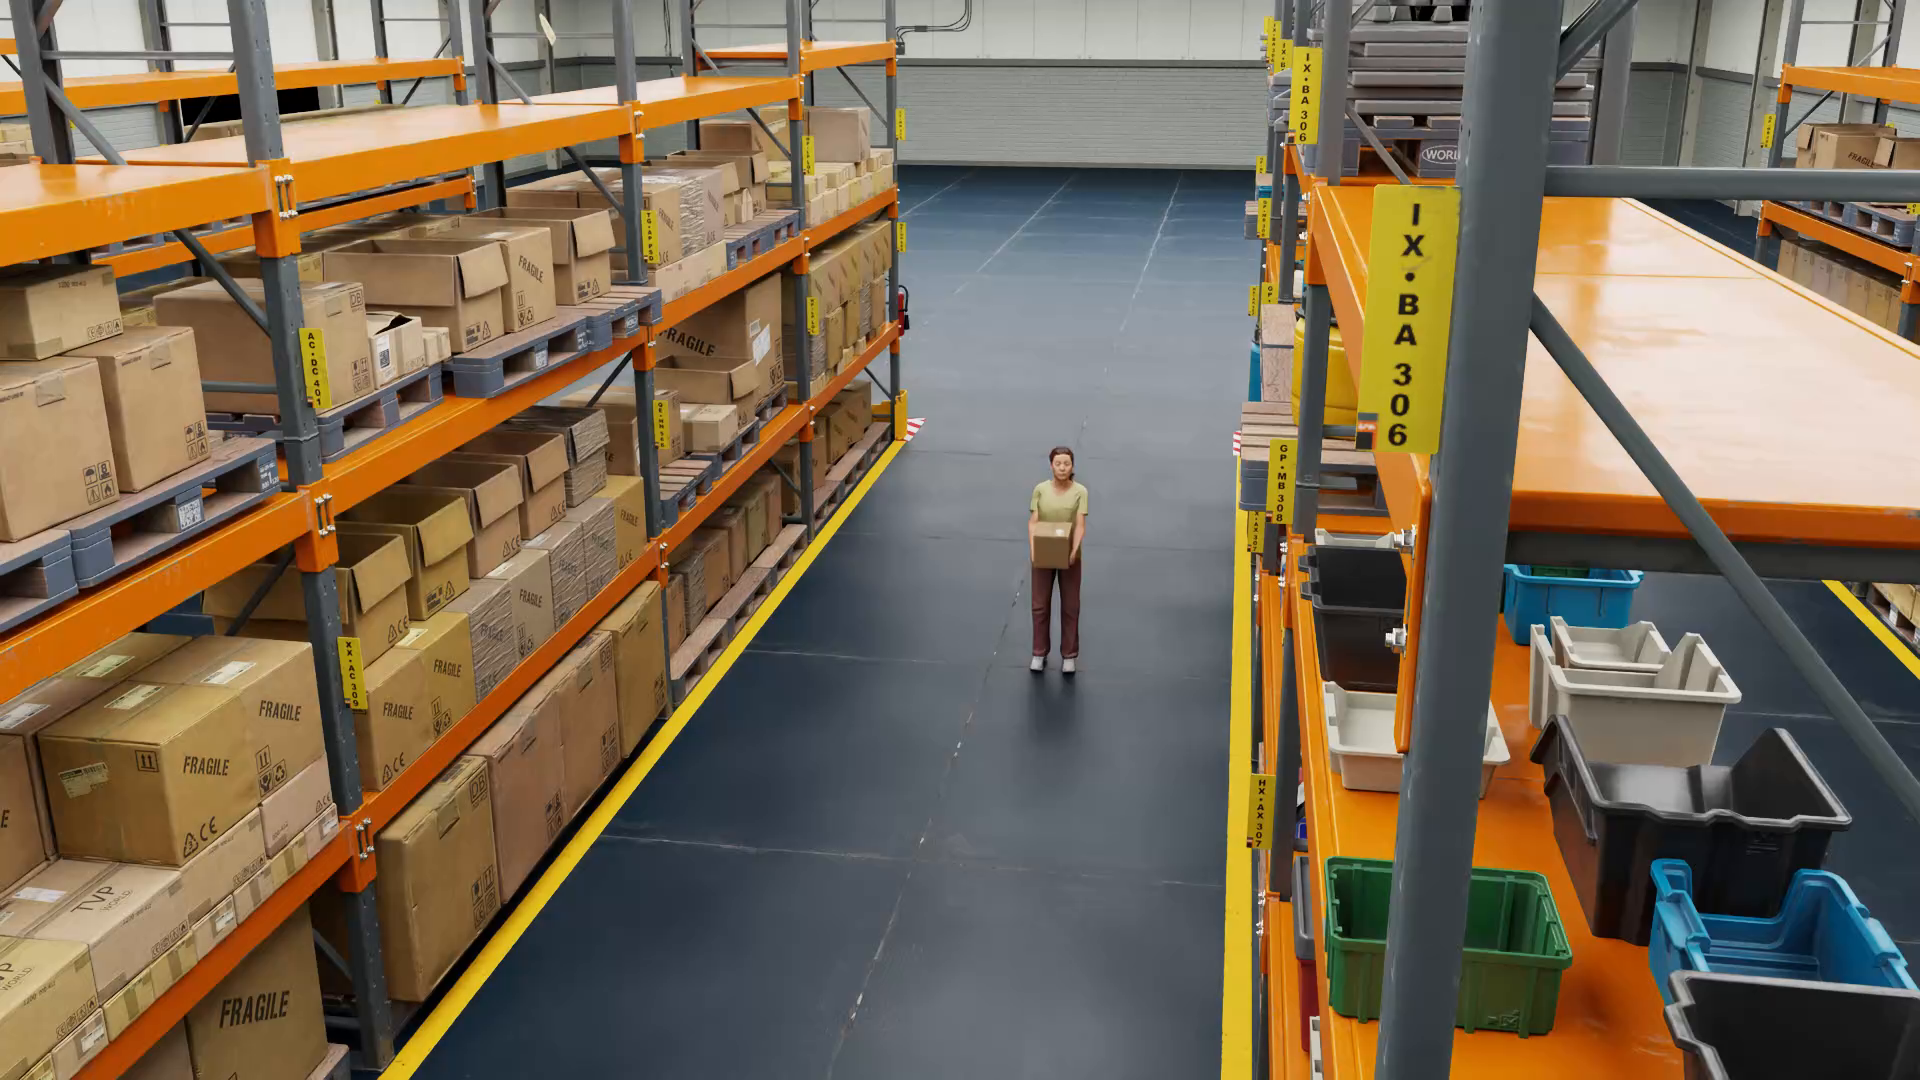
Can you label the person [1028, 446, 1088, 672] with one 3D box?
[{"bbox_3d":[0.705,0.157,12.088,0.428,1.663,0.558,3,18,9],"label":"person"}]
